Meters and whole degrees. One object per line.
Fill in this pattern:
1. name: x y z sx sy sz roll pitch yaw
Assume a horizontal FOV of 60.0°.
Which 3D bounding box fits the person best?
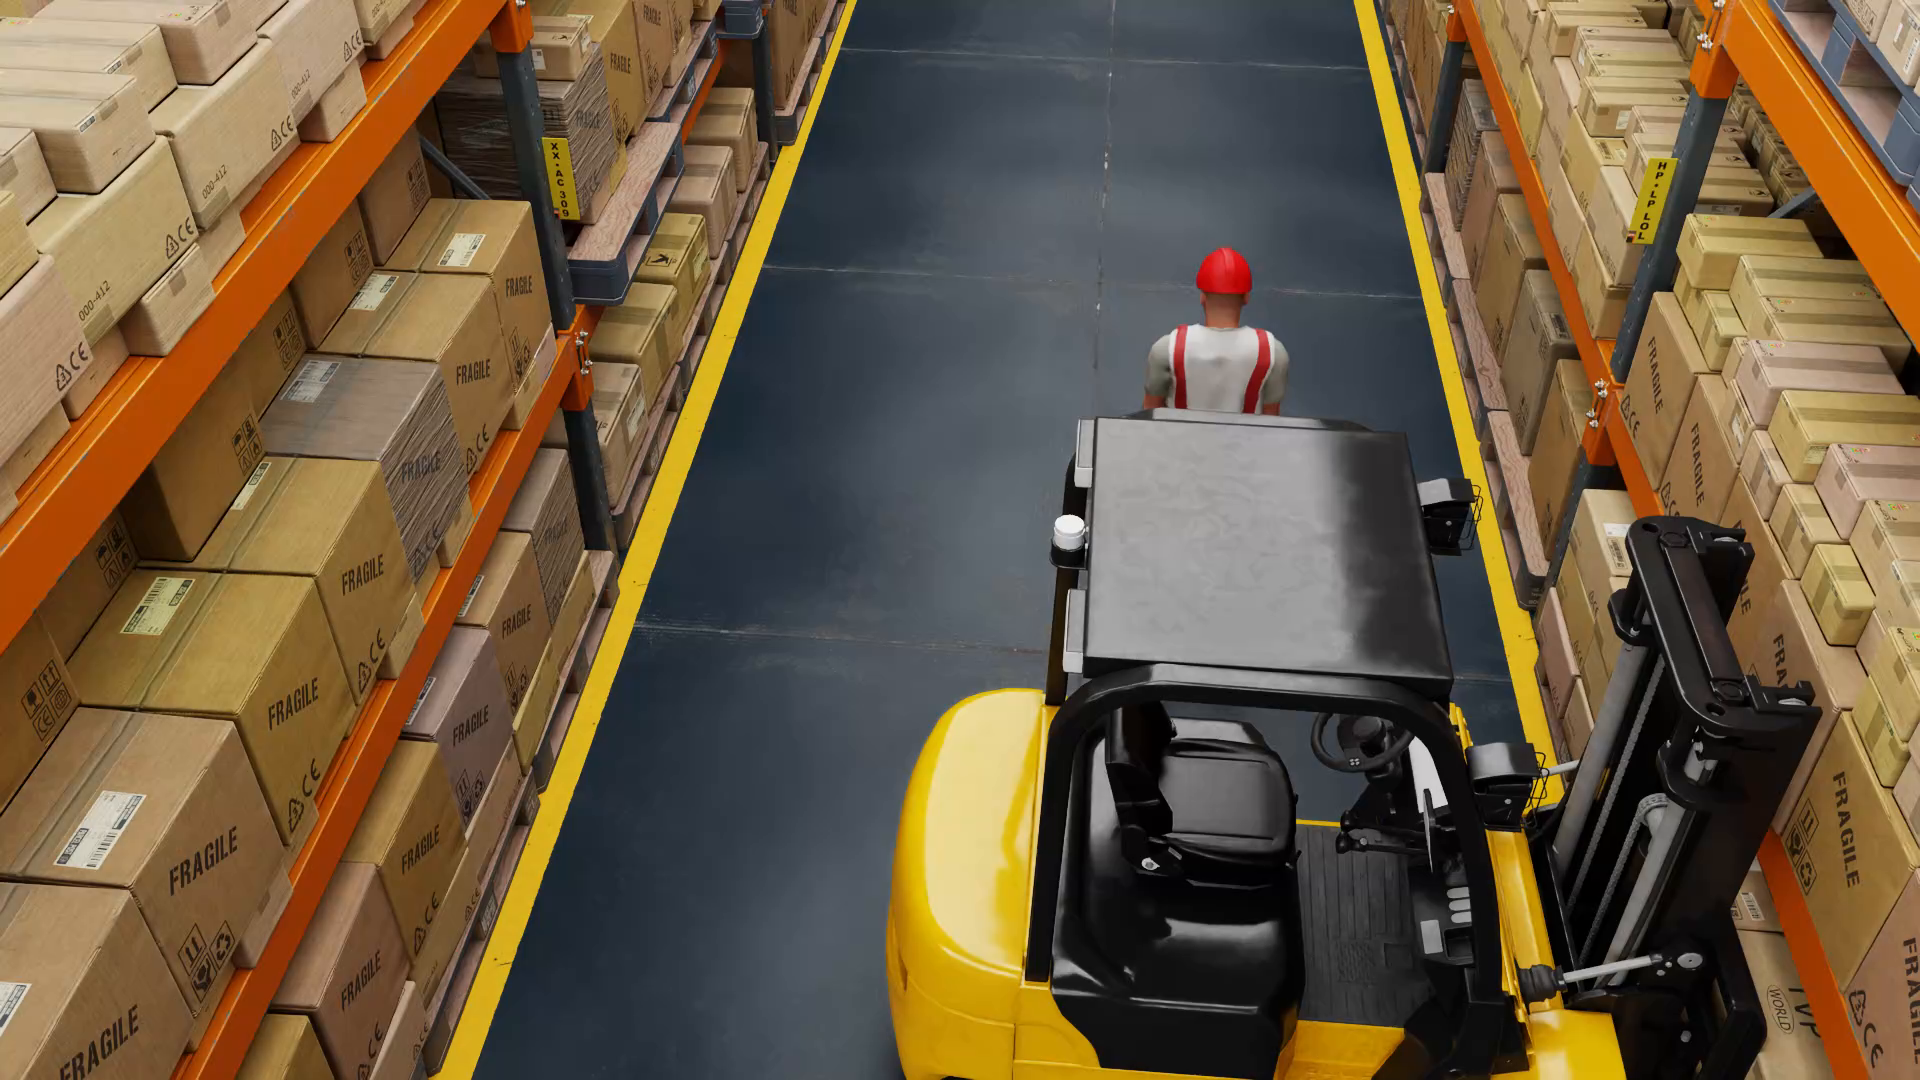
1. person: 0.968 -0.337 6.556 0.531 1.770 0.377 4 40 5
